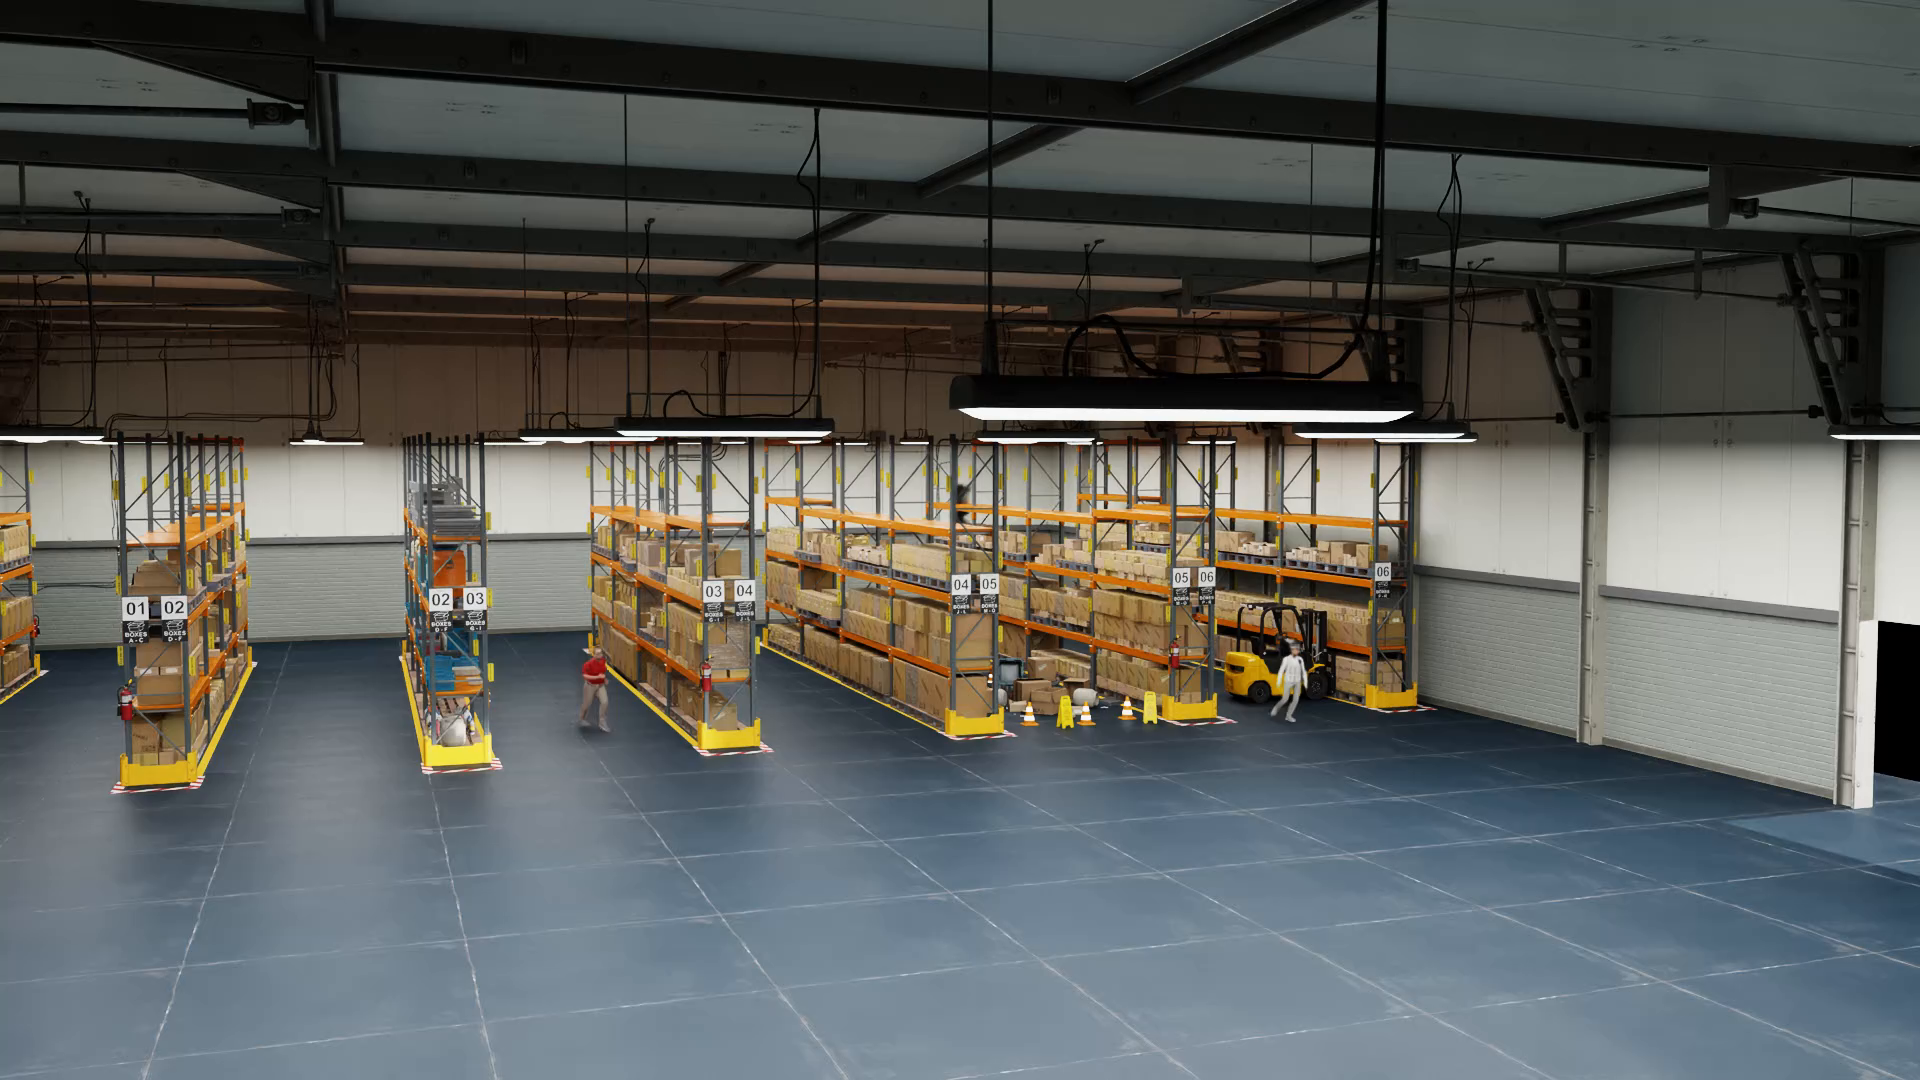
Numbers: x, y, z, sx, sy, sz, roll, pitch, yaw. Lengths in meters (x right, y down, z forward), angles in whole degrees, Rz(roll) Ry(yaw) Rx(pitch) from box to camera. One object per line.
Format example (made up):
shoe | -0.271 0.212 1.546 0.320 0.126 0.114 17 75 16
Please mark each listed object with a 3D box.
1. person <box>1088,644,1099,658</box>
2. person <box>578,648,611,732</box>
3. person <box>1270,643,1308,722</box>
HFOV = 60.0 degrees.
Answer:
person | 3.506 2.509 44.211 0.530 1.526 0.736 -2 4 -33
person | -7.413 3.018 33.720 0.667 1.713 1.000 -3 4 -41
person | 6.884 2.968 34.792 0.709 1.648 0.545 -1 3 -11
